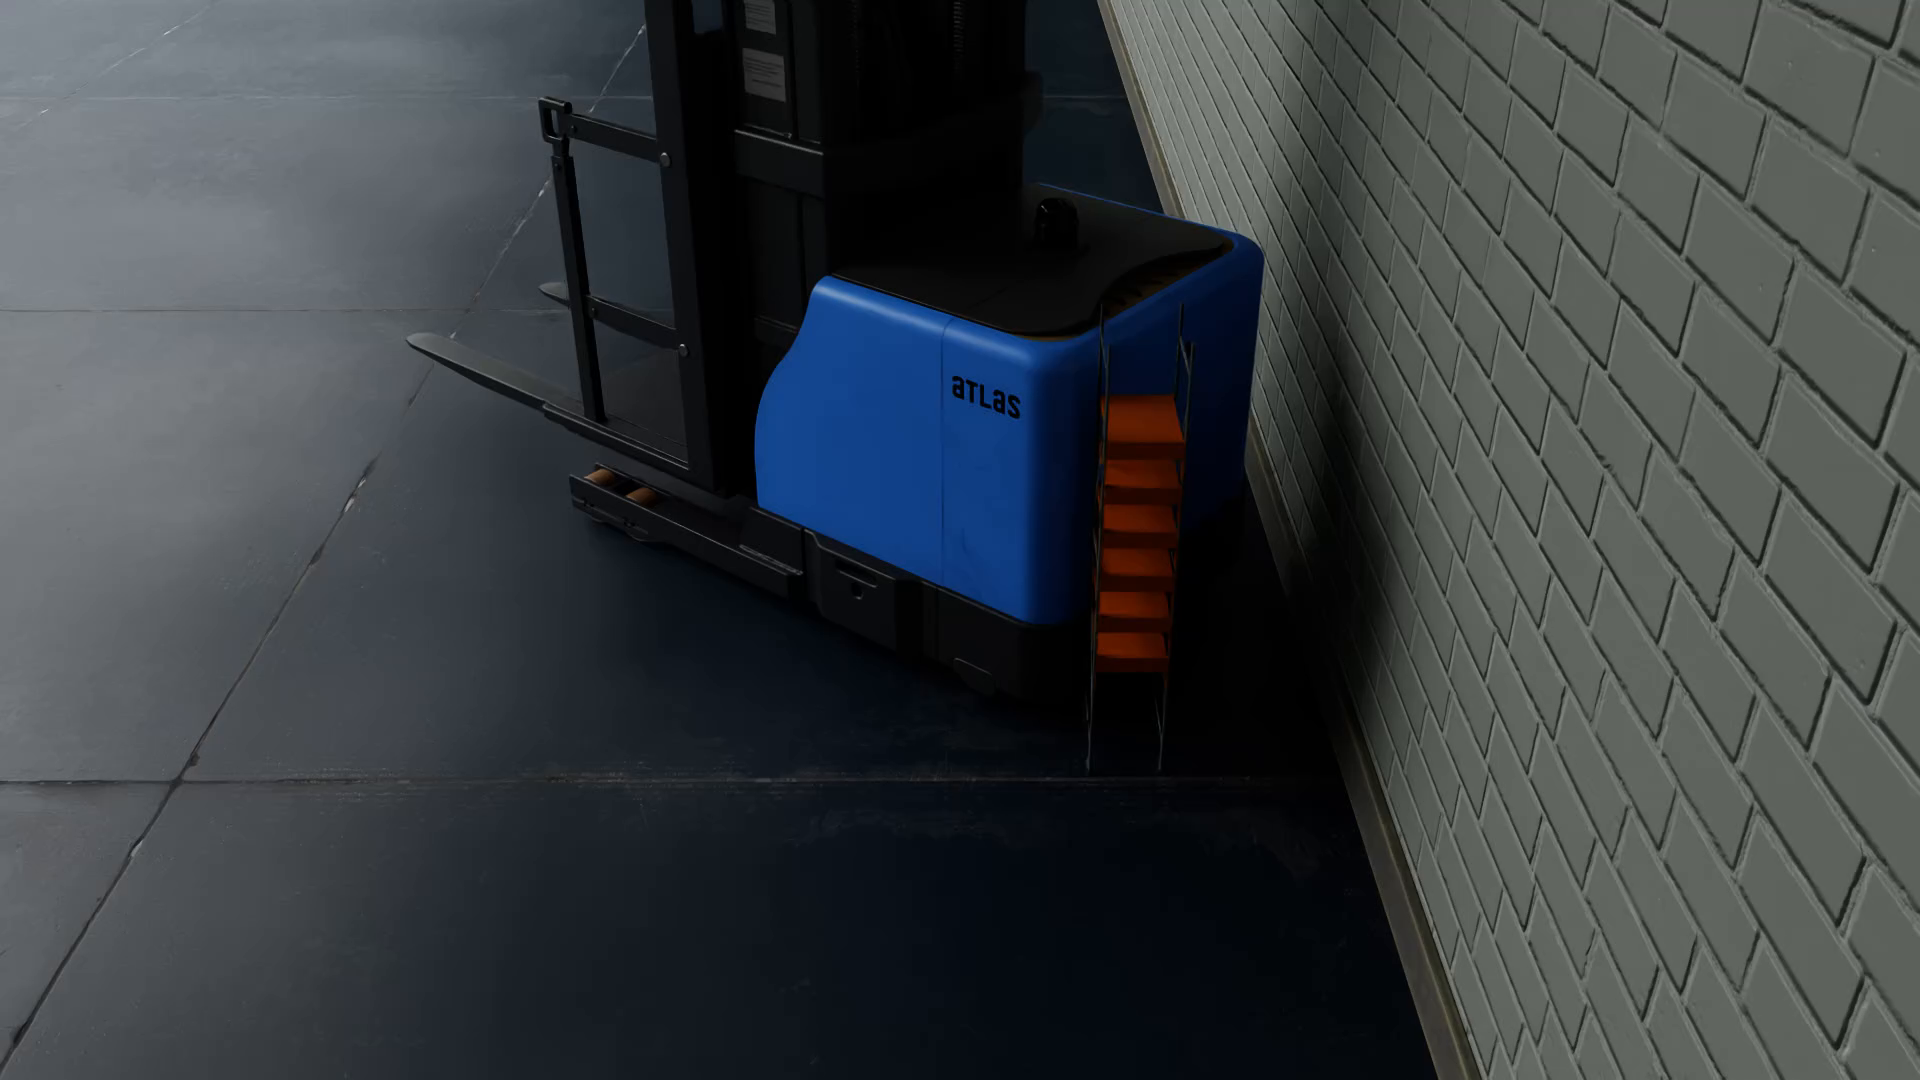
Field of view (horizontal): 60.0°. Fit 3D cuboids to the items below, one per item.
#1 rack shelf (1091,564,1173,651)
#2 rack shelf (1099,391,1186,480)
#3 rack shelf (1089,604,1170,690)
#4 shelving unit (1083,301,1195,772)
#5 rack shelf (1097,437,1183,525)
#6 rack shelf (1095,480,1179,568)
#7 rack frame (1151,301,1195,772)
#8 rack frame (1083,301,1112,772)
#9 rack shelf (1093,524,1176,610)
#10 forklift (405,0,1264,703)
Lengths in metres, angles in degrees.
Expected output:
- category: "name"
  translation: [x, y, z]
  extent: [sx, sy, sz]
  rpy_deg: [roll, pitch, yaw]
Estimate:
- category: "rack shelf"
  translation: [0.423, 0.162, 4.140]
  extent: [0.180, 0.103, 0.258]
  rpy_deg: [0, 32, 0]
- category: "rack shelf"
  translation: [0.422, -0.246, 3.889]
  extent: [0.180, 0.103, 0.258]
  rpy_deg: [0, 32, 0]
- category: "rack shelf"
  translation: [0.424, 0.265, 4.203]
  extent: [0.180, 0.103, 0.258]
  rpy_deg: [0, 32, 0]
- category: "shelving unit"
  translation: [0.423, 0.022, 4.054]
  extent: [0.189, 1.200, 0.258]
  rpy_deg: [0, 32, 0]
- category: "rack shelf"
  translation: [0.422, -0.144, 3.951]
  extent: [0.180, 0.103, 0.258]
  rpy_deg: [0, 32, 0]
- category: "rack shelf"
  translation: [0.423, -0.042, 4.014]
  extent: [0.180, 0.103, 0.258]
  rpy_deg: [0, 32, 0]
- category: "rack frame"
  translation: [0.514, 0.022, 4.054]
  extent: [0.006, 1.200, 0.240]
  rpy_deg: [0, 32, 0]
- category: "rack frame"
  translation: [0.331, 0.023, 4.054]
  extent: [0.006, 1.200, 0.240]
  rpy_deg: [0, 32, 0]
- category: "rack shelf"
  translation: [0.423, 0.060, 4.077]
  extent: [0.180, 0.103, 0.258]
  rpy_deg: [0, 32, 0]
- category: "forklift"
  translation: [-0.620, -1.439, 4.795]
  extent: [3.031, 2.935, 1.130]
  rpy_deg: [22, 38, 32]
